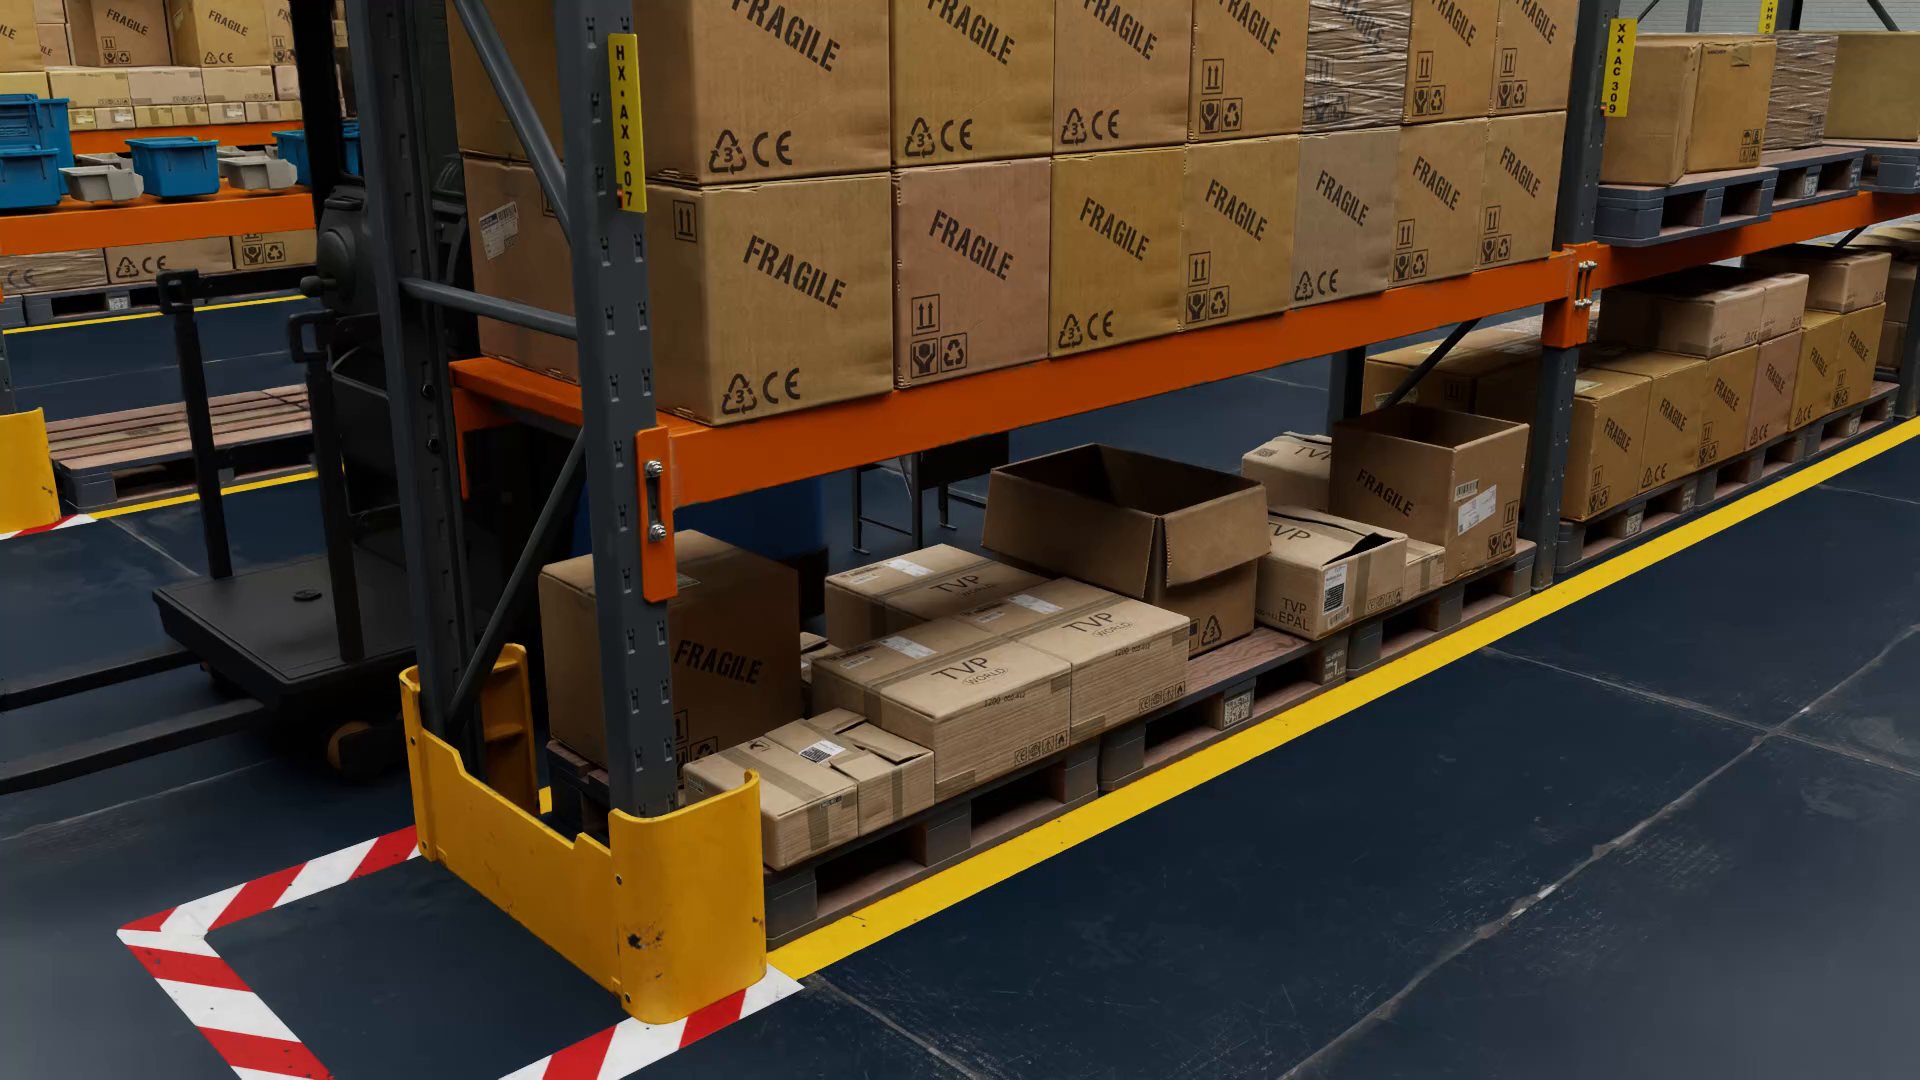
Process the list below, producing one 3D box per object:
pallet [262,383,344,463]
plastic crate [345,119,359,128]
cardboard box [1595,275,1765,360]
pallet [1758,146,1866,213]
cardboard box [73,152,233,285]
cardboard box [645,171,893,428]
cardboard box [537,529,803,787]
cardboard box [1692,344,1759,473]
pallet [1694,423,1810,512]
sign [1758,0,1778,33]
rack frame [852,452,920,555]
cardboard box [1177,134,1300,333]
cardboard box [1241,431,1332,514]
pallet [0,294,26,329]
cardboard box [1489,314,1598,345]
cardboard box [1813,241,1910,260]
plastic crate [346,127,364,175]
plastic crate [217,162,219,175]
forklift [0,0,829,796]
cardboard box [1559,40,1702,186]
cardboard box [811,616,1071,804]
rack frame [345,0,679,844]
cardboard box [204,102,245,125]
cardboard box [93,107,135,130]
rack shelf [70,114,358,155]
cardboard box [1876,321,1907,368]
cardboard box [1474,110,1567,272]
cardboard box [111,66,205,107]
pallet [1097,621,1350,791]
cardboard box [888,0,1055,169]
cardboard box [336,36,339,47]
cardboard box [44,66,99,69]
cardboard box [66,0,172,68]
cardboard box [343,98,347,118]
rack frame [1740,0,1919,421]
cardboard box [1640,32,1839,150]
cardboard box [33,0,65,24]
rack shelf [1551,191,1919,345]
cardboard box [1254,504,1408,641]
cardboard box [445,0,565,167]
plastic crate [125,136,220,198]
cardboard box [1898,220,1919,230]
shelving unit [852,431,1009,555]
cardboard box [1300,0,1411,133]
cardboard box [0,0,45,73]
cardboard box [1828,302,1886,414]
[{"bbox_3d":[-2.893,-0.705,8.817,1.213,0.211,1.003,-16,24,-41],"label":"pallet"},{"bbox_3d":[-3.089,-2.050,8.618,0.300,0.233,0.416,-16,24,-41],"label":"plastic crate"},{"bbox_3d":[3.147,-0.982,7.273,0.500,0.250,0.500,-16,24,-41],"label":"cardboard box"},{"bbox_3d":[3.398,-1.688,7.639,1.213,0.211,1.003,-16,24,-41],"label":"pallet"},{"bbox_3d":[-6.090,-2.442,12.418,0.875,0.875,0.875,-16,24,-41],"label":"cardboard box"},{"bbox_3d":[-0.501,-0.580,3.748,0.500,0.500,0.500,-16,24,-40],"label":"cardboard box"},{"bbox_3d":[-0.779,0.312,4.499,0.500,0.500,0.500,-16,24,-41],"label":"cardboard box"},{"bbox_3d":[3.169,-0.633,7.413,0.500,0.500,0.500,-16,24,-40],"label":"cardboard box"},{"bbox_3d":[3.354,-0.459,8.059,1.213,0.211,1.003,-16,24,-41],"label":"pallet"},{"bbox_3d":[4.425,-2.867,9.087,0.005,0.325,0.100,-16,24,-41],"label":"sign"},{"bbox_3d":[-0.298,-0.912,6.393,0.015,2.100,0.400,-16,24,-41],"label":"rack frame"},{"bbox_3d":[0.601,-0.902,4.740,0.500,0.500,0.500,-16,24,-40],"label":"cardboard box"},{"bbox_3d":[1.448,-0.235,6.492,0.500,0.311,0.500,-16,24,-41],"label":"cardboard box"},{"bbox_3d":[-7.281,-1.579,11.512,1.213,0.211,1.003,-16,24,-41],"label":"pallet"},{"bbox_3d":[2.793,-0.743,7.753,0.500,0.500,0.500,-16,24,-40],"label":"cardboard box"},{"bbox_3d":[5.393,-1.629,10.013,0.500,0.311,0.500,-17,24,-42],"label":"cardboard box"},{"bbox_3d":[-2.825,-1.878,8.089,0.300,0.233,0.416,-16,24,-41],"label":"plastic crate"},{"bbox_3d":[-3.716,-1.783,7.951,0.243,0.136,0.396,-16,24,-41],"label":"plastic crate"},{"bbox_3d":[-1.886,-0.877,4.937,3.031,2.935,1.130,-16,24,-41],"label":"forklift"},{"bbox_3d":[2.400,-1.643,6.344,0.700,0.500,0.500,9,20,26],"label":"cardboard box"},{"bbox_3d":[-0.051,0.444,4.498,0.500,0.250,0.500,-16,24,-41],"label":"cardboard box"},{"bbox_3d":[-1.005,-0.497,3.655,0.127,3.000,1.000,-16,24,-41],"label":"rack frame"},{"bbox_3d":[-5.458,-3.145,12.228,0.250,0.149,0.380,-16,24,-40],"label":"cardboard box"},{"bbox_3d":[-6.017,-2.982,11.727,0.250,0.149,0.380,-16,24,-40],"label":"cardboard box"},{"bbox_3d":[-6.355,-2.800,11.923,4.000,0.370,1.077,-16,24,-41],"label":"rack shelf"},{"bbox_3d":[5.391,-1.130,9.382,0.500,0.250,0.500,-16,24,-41],"label":"cardboard box"},{"bbox_3d":[1.715,-1.229,5.750,0.500,0.500,0.500,-16,24,-40],"label":"cardboard box"},{"bbox_3d":[-5.787,-3.265,11.953,0.500,0.250,0.500,-16,24,-40],"label":"cardboard box"},{"bbox_3d":[0.516,0.387,5.450,1.213,0.211,1.003,-16,24,-41],"label":"pallet"},{"bbox_3d":[-0.126,-1.168,3.940,0.500,0.500,0.500,-16,24,-40],"label":"cardboard box"},{"bbox_3d":[-6.684,-5.180,17.342,0.250,0.149,0.380,-17,24,-42],"label":"cardboard box"},{"bbox_3d":[-6.524,-3.277,11.990,0.500,0.250,0.500,-16,24,-41],"label":"cardboard box"},{"bbox_3d":[-6.163,-3.735,12.185,0.500,0.500,0.500,17,25,42],"label":"cardboard box"},{"bbox_3d":[-4.898,-3.308,12.732,0.250,0.149,0.380,-16,24,-41],"label":"cardboard box"},{"bbox_3d":[4.808,-2.193,8.884,0.127,3.000,1.000,-16,24,-41],"label":"rack frame"},{"bbox_3d":[3.632,-2.130,7.848,0.500,0.500,0.700,-11,21,-31],"label":"cardboard box"},{"bbox_3d":[-8.763,-5.093,15.562,0.500,0.500,0.500,17,25,42],"label":"cardboard box"},{"bbox_3d":[3.355,-1.427,7.688,4.000,0.370,1.077,-16,24,-41],"label":"rack shelf"},{"bbox_3d":[1.138,0.068,5.558,0.500,0.311,0.500,-16,24,-41],"label":"cardboard box"},{"bbox_3d":[-0.870,-1.177,3.967,0.500,0.500,0.500,-17,24,-41],"label":"cardboard box"},{"bbox_3d":[-3.521,-1.675,7.462,0.300,0.233,0.416,-16,24,-41],"label":"plastic crate"},{"bbox_3d":[6.501,-1.952,11.010,0.500,0.311,0.500,17,25,42],"label":"cardboard box"},{"bbox_3d":[-0.120,-0.964,6.553,0.503,2.100,0.431,-16,24,-41],"label":"shelving unit"},{"bbox_3d":[0.976,-1.487,4.925,0.500,0.500,0.500,-16,24,-40],"label":"cardboard box"},{"bbox_3d":[-6.538,-3.403,11.163,0.500,0.500,0.500,-17,25,-42],"label":"cardboard box"},{"bbox_3d":[4.290,-0.962,8.428,0.500,0.500,0.500,-15,23,-39],"label":"cardboard box"}]
